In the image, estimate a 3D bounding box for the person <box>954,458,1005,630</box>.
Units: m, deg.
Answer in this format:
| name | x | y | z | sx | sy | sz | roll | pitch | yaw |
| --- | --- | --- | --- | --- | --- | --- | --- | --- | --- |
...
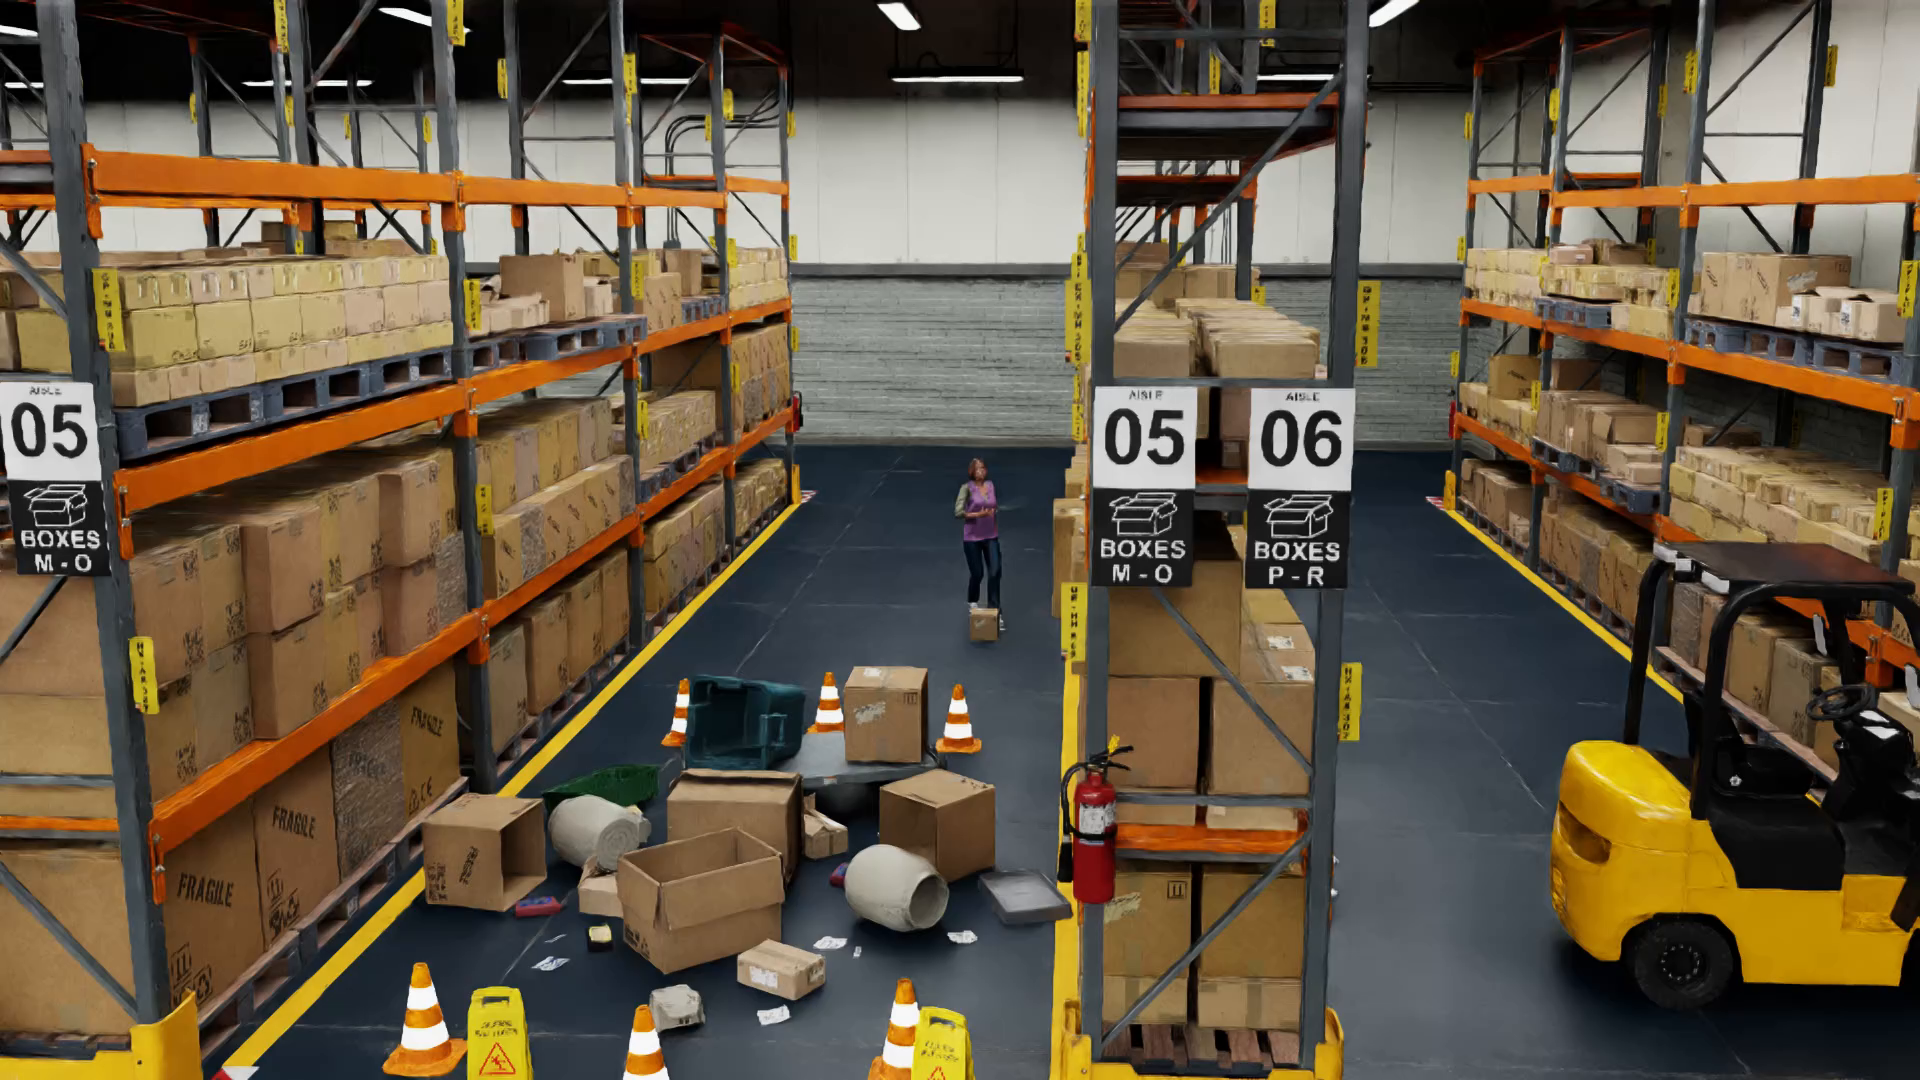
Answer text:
| name | x | y | z | sx | sy | sz | roll | pitch | yaw |
| --- | --- | --- | --- | --- | --- | --- | --- | --- | --- |
| person | 0.211 | 0.021 | 15.850 | 0.515 | 1.577 | 0.736 | -4 | 12 | -18 |
